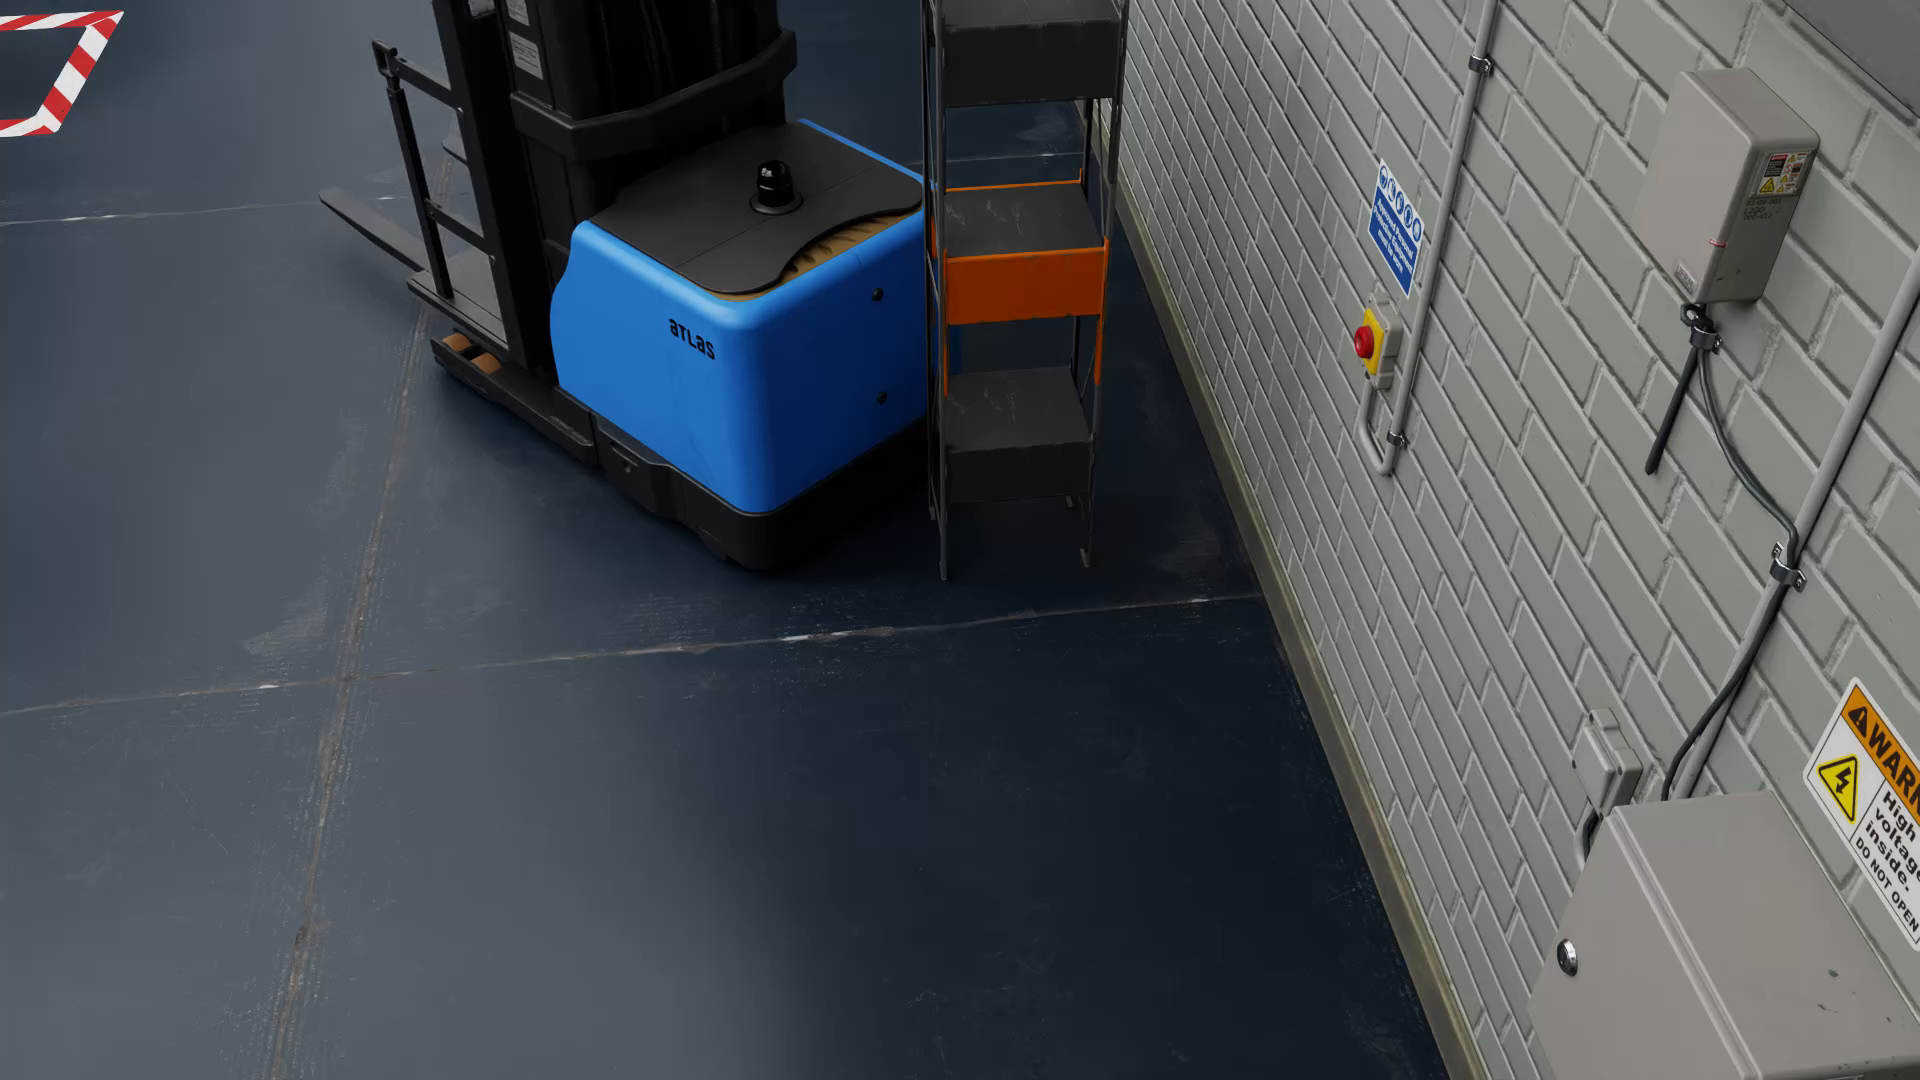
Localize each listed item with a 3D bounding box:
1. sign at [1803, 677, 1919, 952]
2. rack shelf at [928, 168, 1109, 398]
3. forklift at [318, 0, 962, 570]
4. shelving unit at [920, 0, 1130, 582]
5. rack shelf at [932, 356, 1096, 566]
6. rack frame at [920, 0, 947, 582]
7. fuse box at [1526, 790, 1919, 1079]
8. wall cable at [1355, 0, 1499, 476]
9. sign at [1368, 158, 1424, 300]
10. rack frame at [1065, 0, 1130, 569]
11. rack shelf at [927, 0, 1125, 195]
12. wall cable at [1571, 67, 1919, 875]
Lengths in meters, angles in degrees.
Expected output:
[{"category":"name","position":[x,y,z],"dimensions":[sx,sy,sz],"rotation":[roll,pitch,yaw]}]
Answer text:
[{"category":"sign","position":[1.364,0.400,2.450],"dimensions":[0.001,0.242,0.339],"rotation":[-5,42,-6]},{"category":"rack shelf","position":[0.164,-0.784,5.072],"dimensions":[0.480,0.518,0.431],"rotation":[-5,42,-6]},{"category":"forklift","position":[-1.394,-1.857,5.621],"dimensions":[3.031,2.935,1.130],"rotation":[32,51,31]},{"category":"shelving unit","position":[0.164,-0.794,5.063],"dimensions":[0.503,2.100,0.431],"rotation":[-5,42,-6]},{"category":"rack shelf","position":[0.164,-0.264,5.541],"dimensions":[0.480,0.518,0.431],"rotation":[-5,42,-6]},{"category":"rack frame","position":[-0.078,-0.773,5.039],"dimensions":[0.015,2.100,0.400],"rotation":[-5,42,-6]},{"category":"fuse box","position":[1.166,1.240,3.098],"dimensions":[0.414,1.711,0.539],"rotation":[-5,42,-6]},{"category":"wall cable","position":[1.038,-1.035,3.876],"dimensions":[0.123,1.953,0.585],"rotation":[-5,42,-6]},{"category":"sign","position":[1.092,-0.784,4.178],"dimensions":[0.001,0.218,0.327],"rotation":[-5,42,-6]},{"category":"rack frame","position":[0.406,-0.815,5.086],"dimensions":[0.015,2.100,0.400],"rotation":[-5,42,-6]},{"category":"rack shelf","position":[0.164,-1.304,4.603],"dimensions":[0.480,0.518,0.431],"rotation":[-5,42,-6]},{"category":"wall cable","position":[1.233,-0.083,2.844],"dimensions":[0.122,1.984,0.588],"rotation":[-5,42,-6]}]
